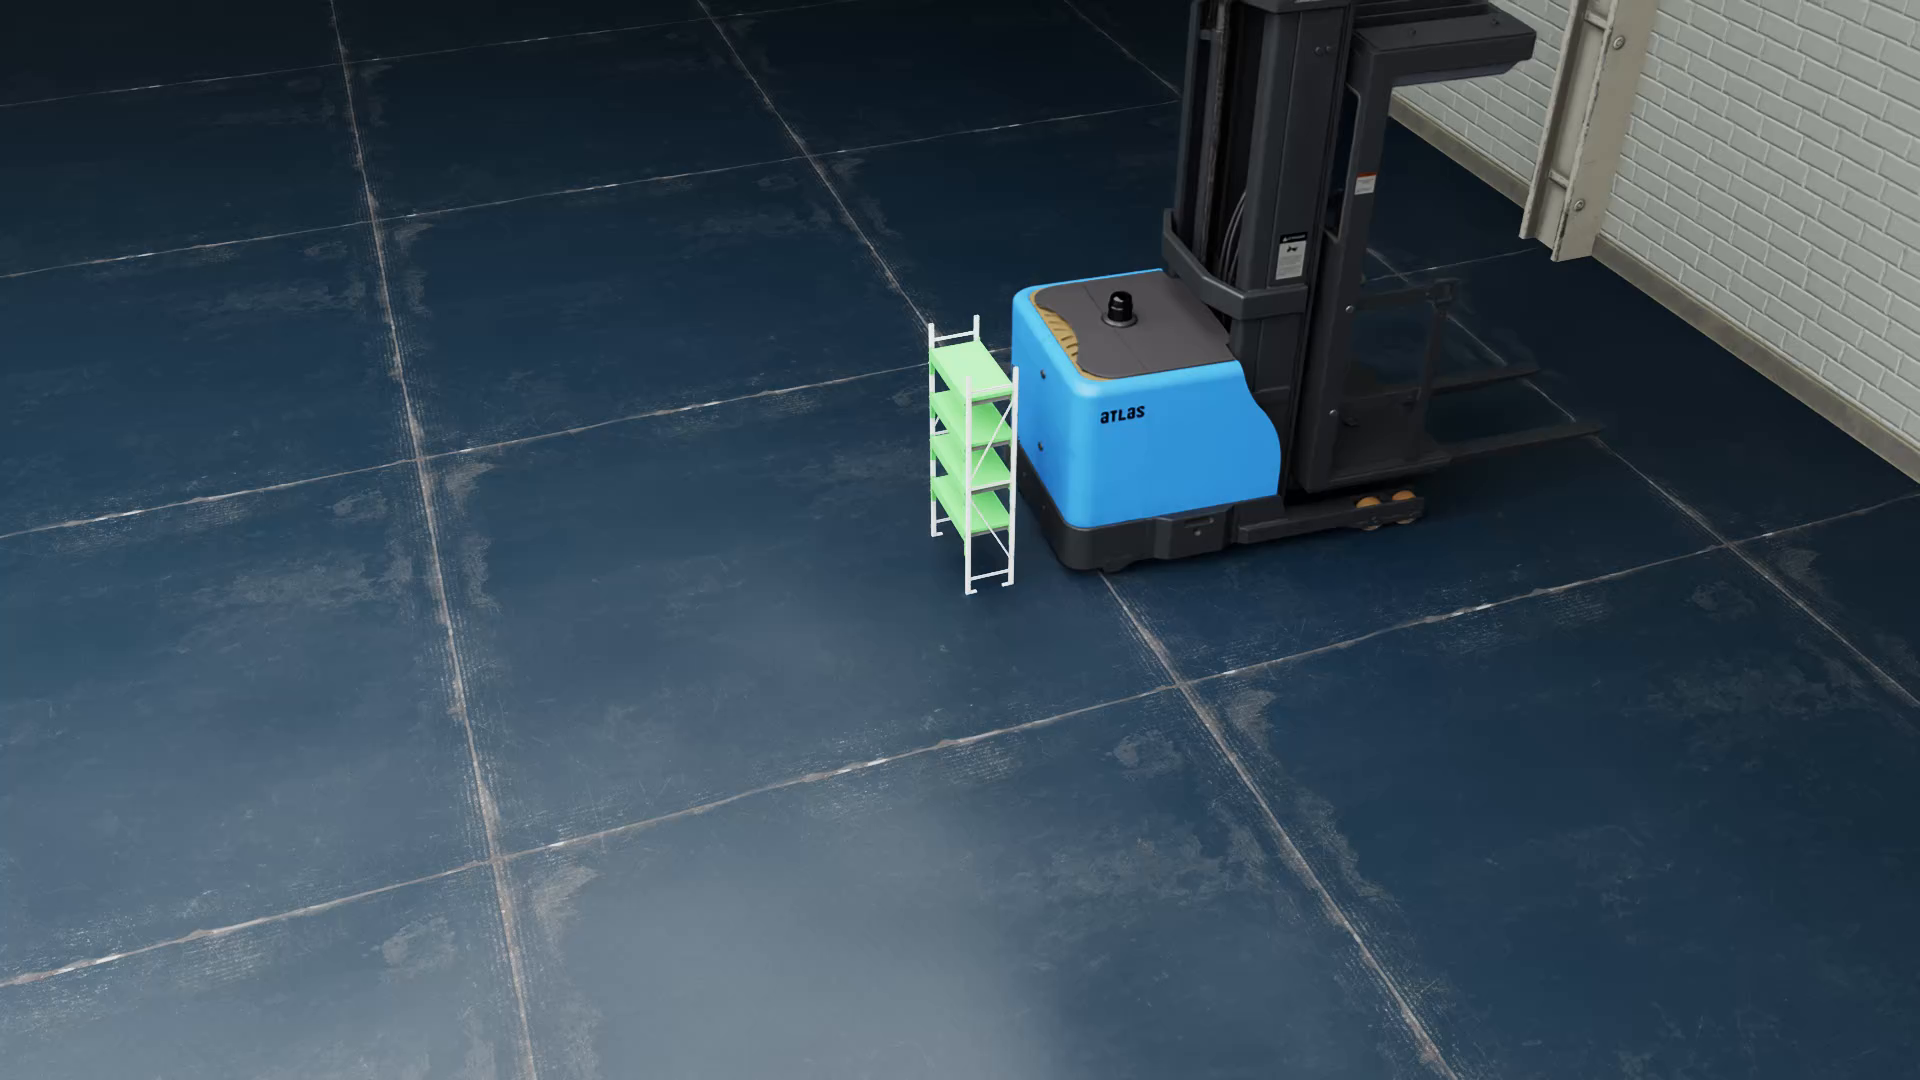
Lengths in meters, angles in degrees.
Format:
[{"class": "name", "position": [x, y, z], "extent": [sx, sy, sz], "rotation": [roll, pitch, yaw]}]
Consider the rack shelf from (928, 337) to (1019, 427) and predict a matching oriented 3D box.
[{"class": "rack shelf", "position": [0.057, -0.718, 7.515], "extent": [0.258, 0.148, 0.480], "rotation": [-12, 39, -16]}]

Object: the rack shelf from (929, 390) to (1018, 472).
[{"class": "rack shelf", "position": [0.057, -0.526, 7.659], "extent": [0.258, 0.148, 0.480], "rotation": [-12, 39, -16]}]

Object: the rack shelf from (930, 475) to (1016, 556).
[{"class": "rack shelf", "position": [0.057, -0.143, 7.948], "extent": [0.258, 0.148, 0.480], "rotation": [-12, 39, -16]}]

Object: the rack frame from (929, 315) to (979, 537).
[{"class": "rack frame", "position": [-0.027, -0.524, 7.948], "extent": [0.240, 1.200, 0.015], "rotation": [-12, 39, -16]}]

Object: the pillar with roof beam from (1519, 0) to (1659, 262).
[{"class": "pillar with roof beam", "position": [-0.171, -4.618, 6.902], "extent": [9.100, 9.000, 0.400], "rotation": [-12, 39, -16]}]

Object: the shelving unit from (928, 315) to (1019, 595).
[{"class": "shelving unit", "position": [0.057, -0.386, 7.765], "extent": [0.258, 1.200, 0.503], "rotation": [-12, 39, -16]}]

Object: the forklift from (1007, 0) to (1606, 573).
[{"class": "forklift", "position": [1.818, -1.514, 7.823], "extent": [3.031, 2.935, 1.130], "rotation": [-10, 38, -13]}]

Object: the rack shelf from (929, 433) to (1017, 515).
[{"class": "rack shelf", "position": [0.057, -0.335, 7.803], "extent": [0.258, 0.148, 0.480], "rotation": [-12, 39, -16]}]

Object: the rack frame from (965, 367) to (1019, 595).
[{"class": "rack frame", "position": [0.141, -0.248, 7.582], "extent": [0.240, 1.200, 0.015], "rotation": [-12, 39, -16]}]
